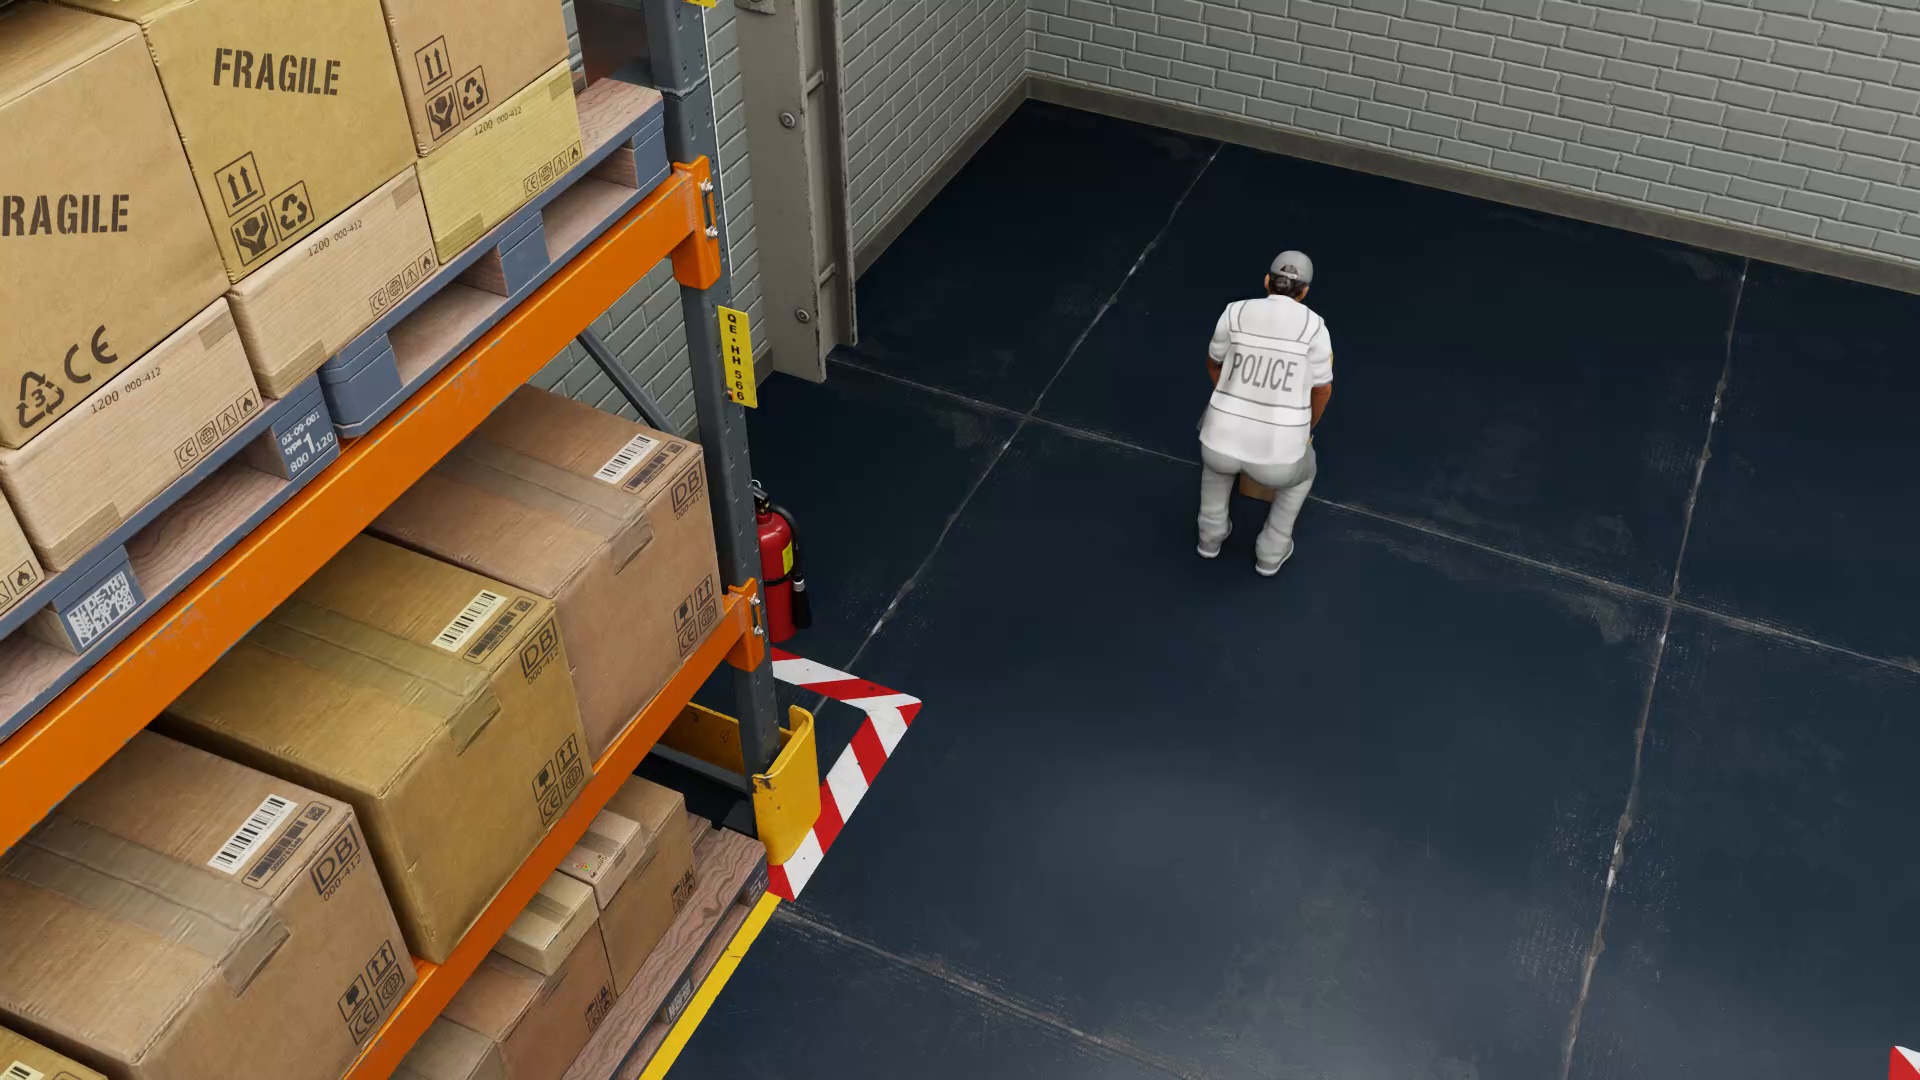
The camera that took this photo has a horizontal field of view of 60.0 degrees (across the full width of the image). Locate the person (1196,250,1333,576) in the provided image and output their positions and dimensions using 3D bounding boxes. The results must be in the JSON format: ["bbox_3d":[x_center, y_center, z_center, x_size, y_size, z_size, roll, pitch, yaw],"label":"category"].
[{"bbox_3d":[1.240,-0.500,6.950,0.536,1.351,0.745,18,45,18],"label":"person"}]
